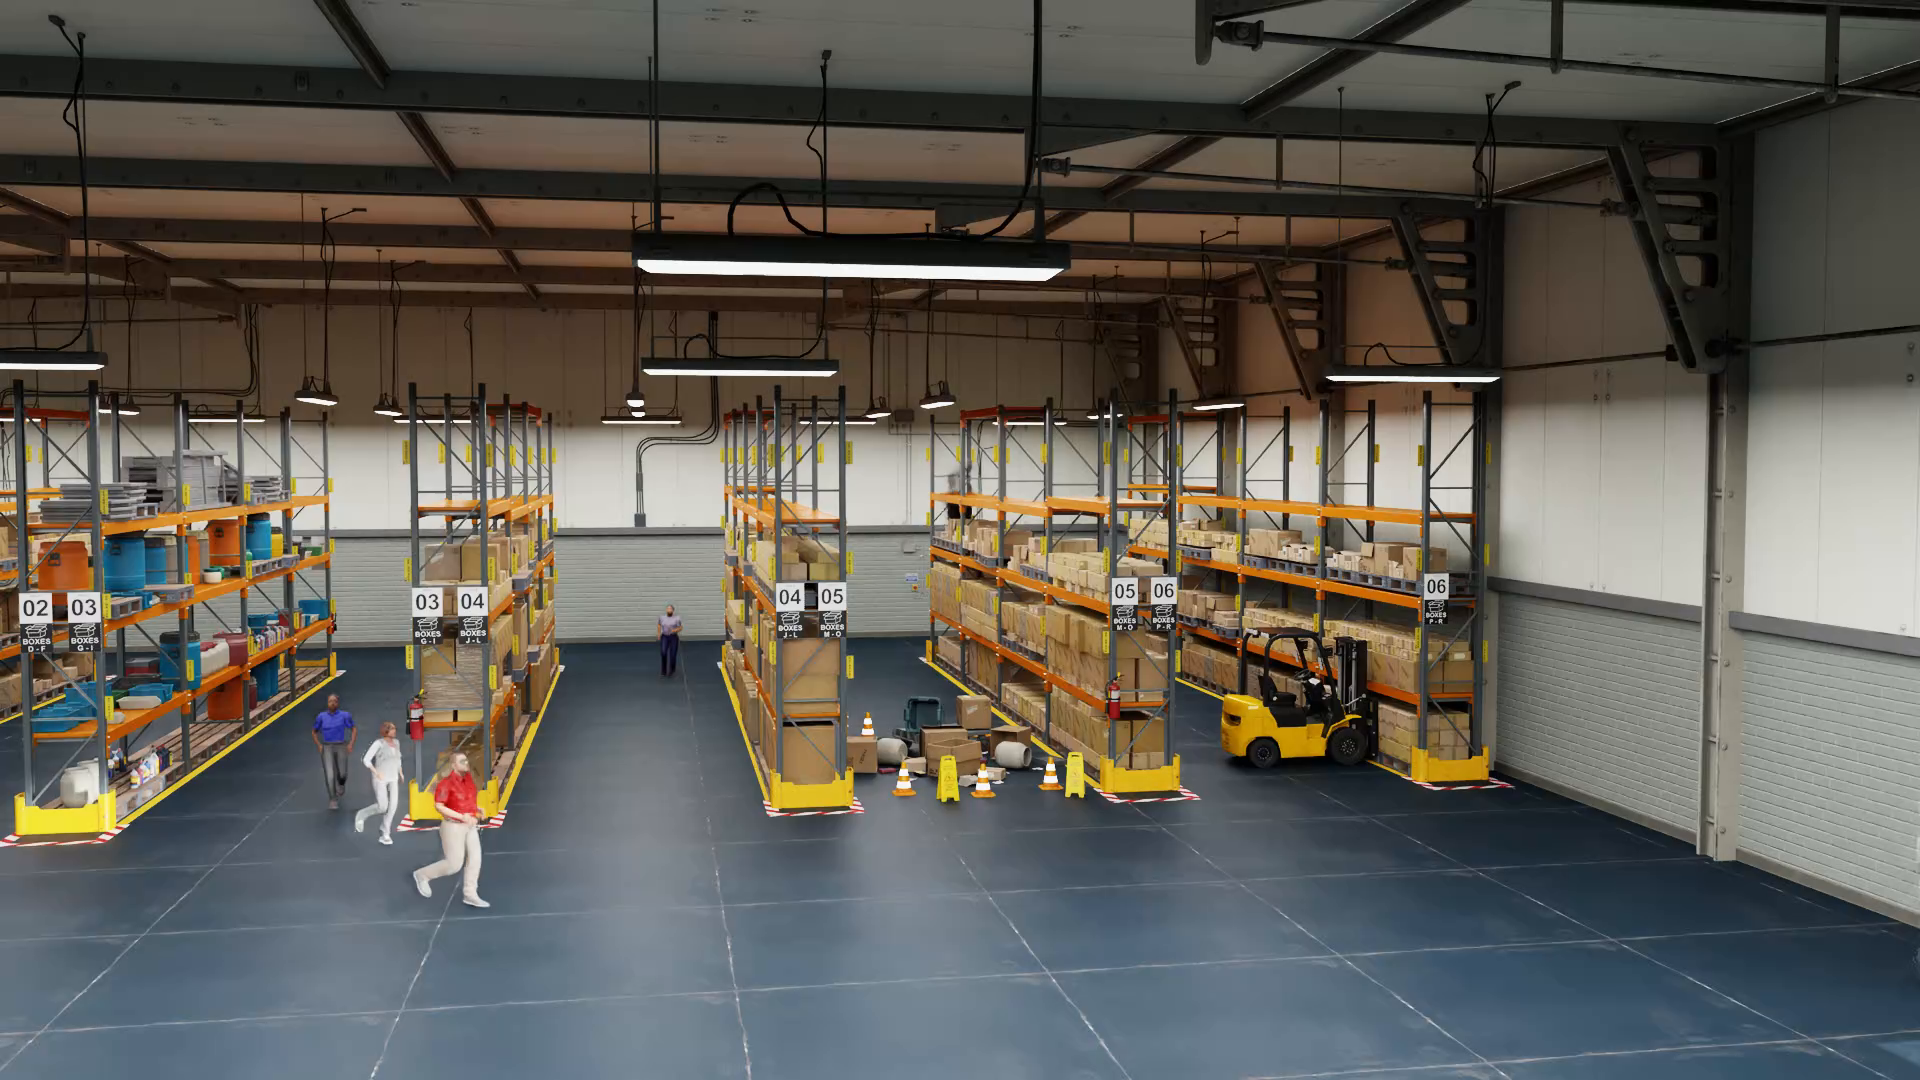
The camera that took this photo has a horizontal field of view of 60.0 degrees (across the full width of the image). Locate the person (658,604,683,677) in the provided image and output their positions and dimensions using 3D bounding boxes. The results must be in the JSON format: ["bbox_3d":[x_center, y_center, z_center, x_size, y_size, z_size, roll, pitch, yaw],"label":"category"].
[{"bbox_3d":[-6.576,2.279,37.681,0.584,1.635,0.651,0,3,-5],"label":"person"}]

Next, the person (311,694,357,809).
[{"bbox_3d":[-8.944,2.994,23.758,0.617,1.603,0.633,-1,3,-20],"label":"person"}]

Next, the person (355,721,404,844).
[{"bbox_3d":[-7.483,3.134,21.666,0.692,1.537,0.593,2,3,31],"label":"person"}]

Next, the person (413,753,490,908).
[{"bbox_3d":[-5.633,3.223,18.549,0.844,1.727,0.670,1,3,19],"label":"person"}]
